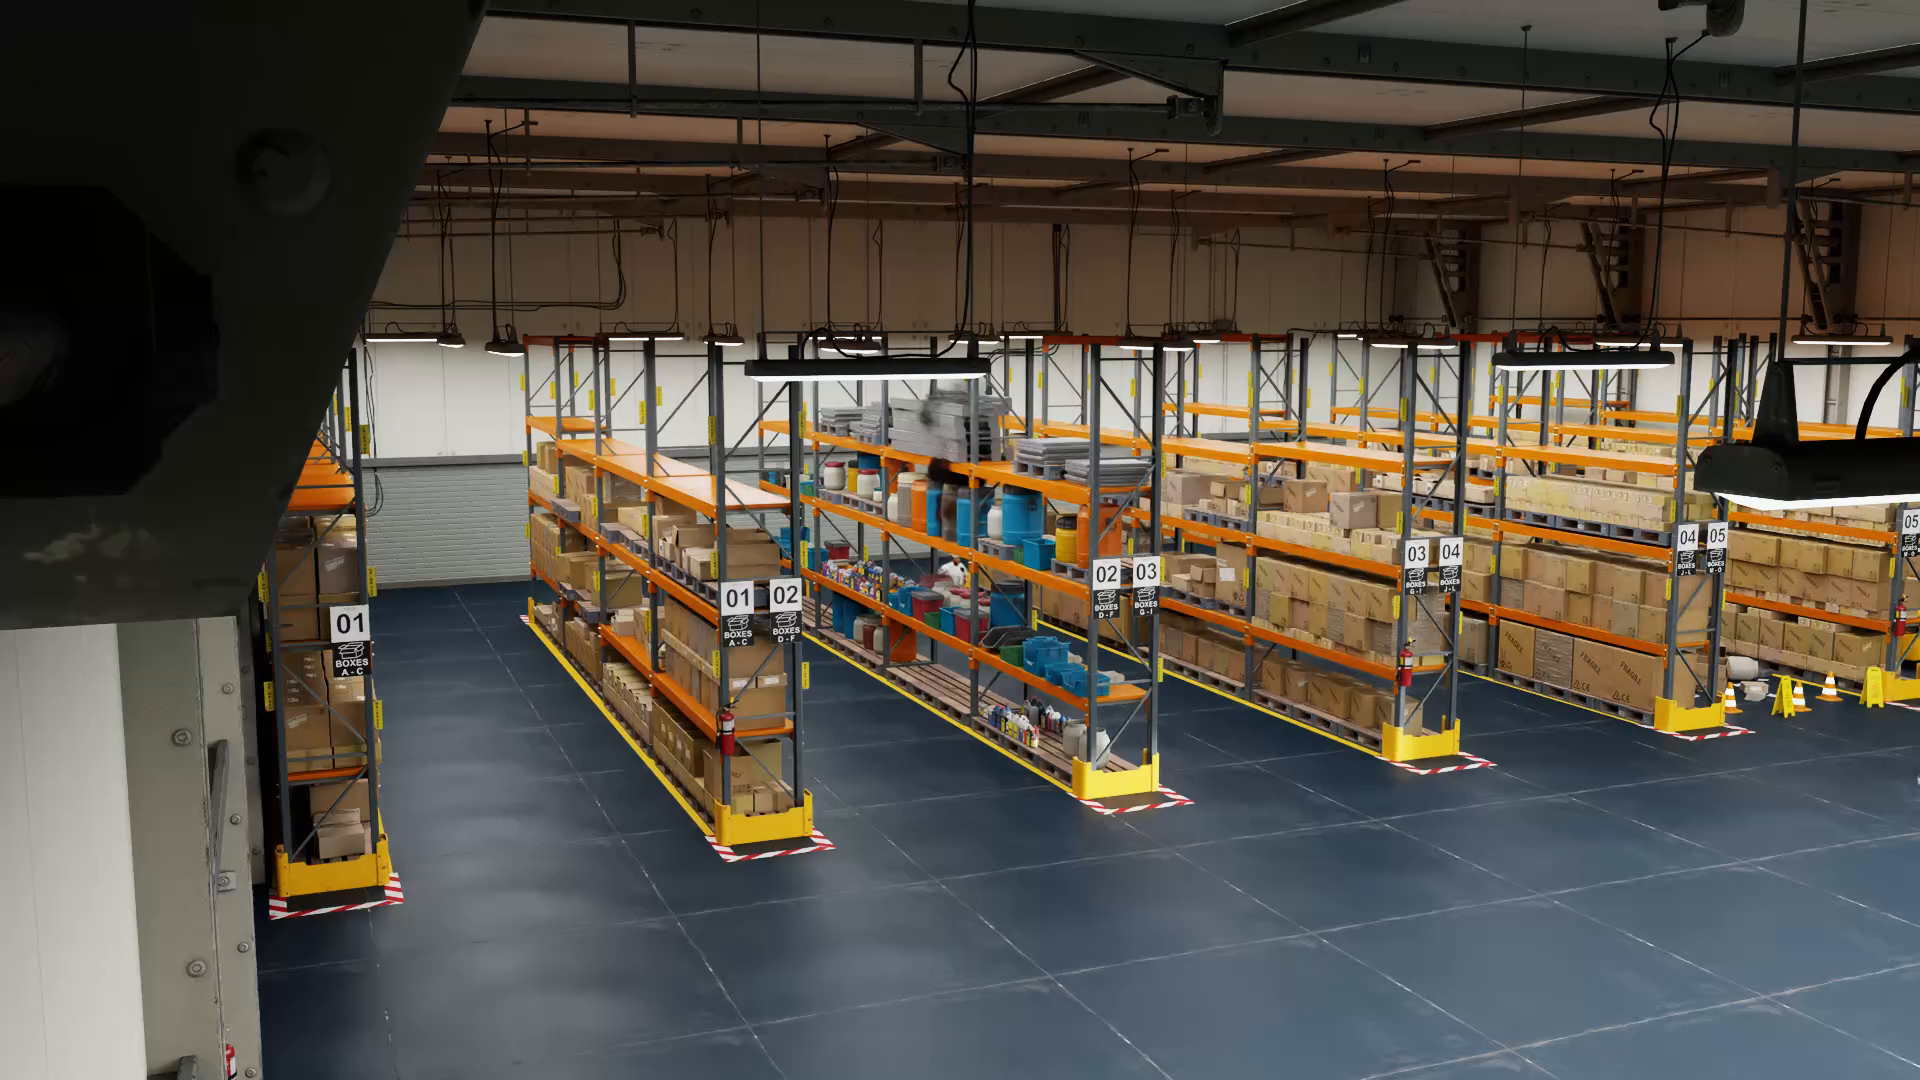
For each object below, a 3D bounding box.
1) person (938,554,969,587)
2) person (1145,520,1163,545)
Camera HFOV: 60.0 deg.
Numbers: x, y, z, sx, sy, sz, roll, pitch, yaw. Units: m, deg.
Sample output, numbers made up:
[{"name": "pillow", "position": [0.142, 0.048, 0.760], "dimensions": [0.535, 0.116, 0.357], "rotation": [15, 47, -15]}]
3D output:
[{"name": "person", "position": [-0.116, 1.073, 33.456], "dimensions": [0.570, 1.724, 0.821], "rotation": [-5, 9, -34]}, {"name": "person", "position": [4.330, 0.403, 38.310], "dimensions": [0.669, 1.734, 0.843], "rotation": [-2, 8, -17]}]
